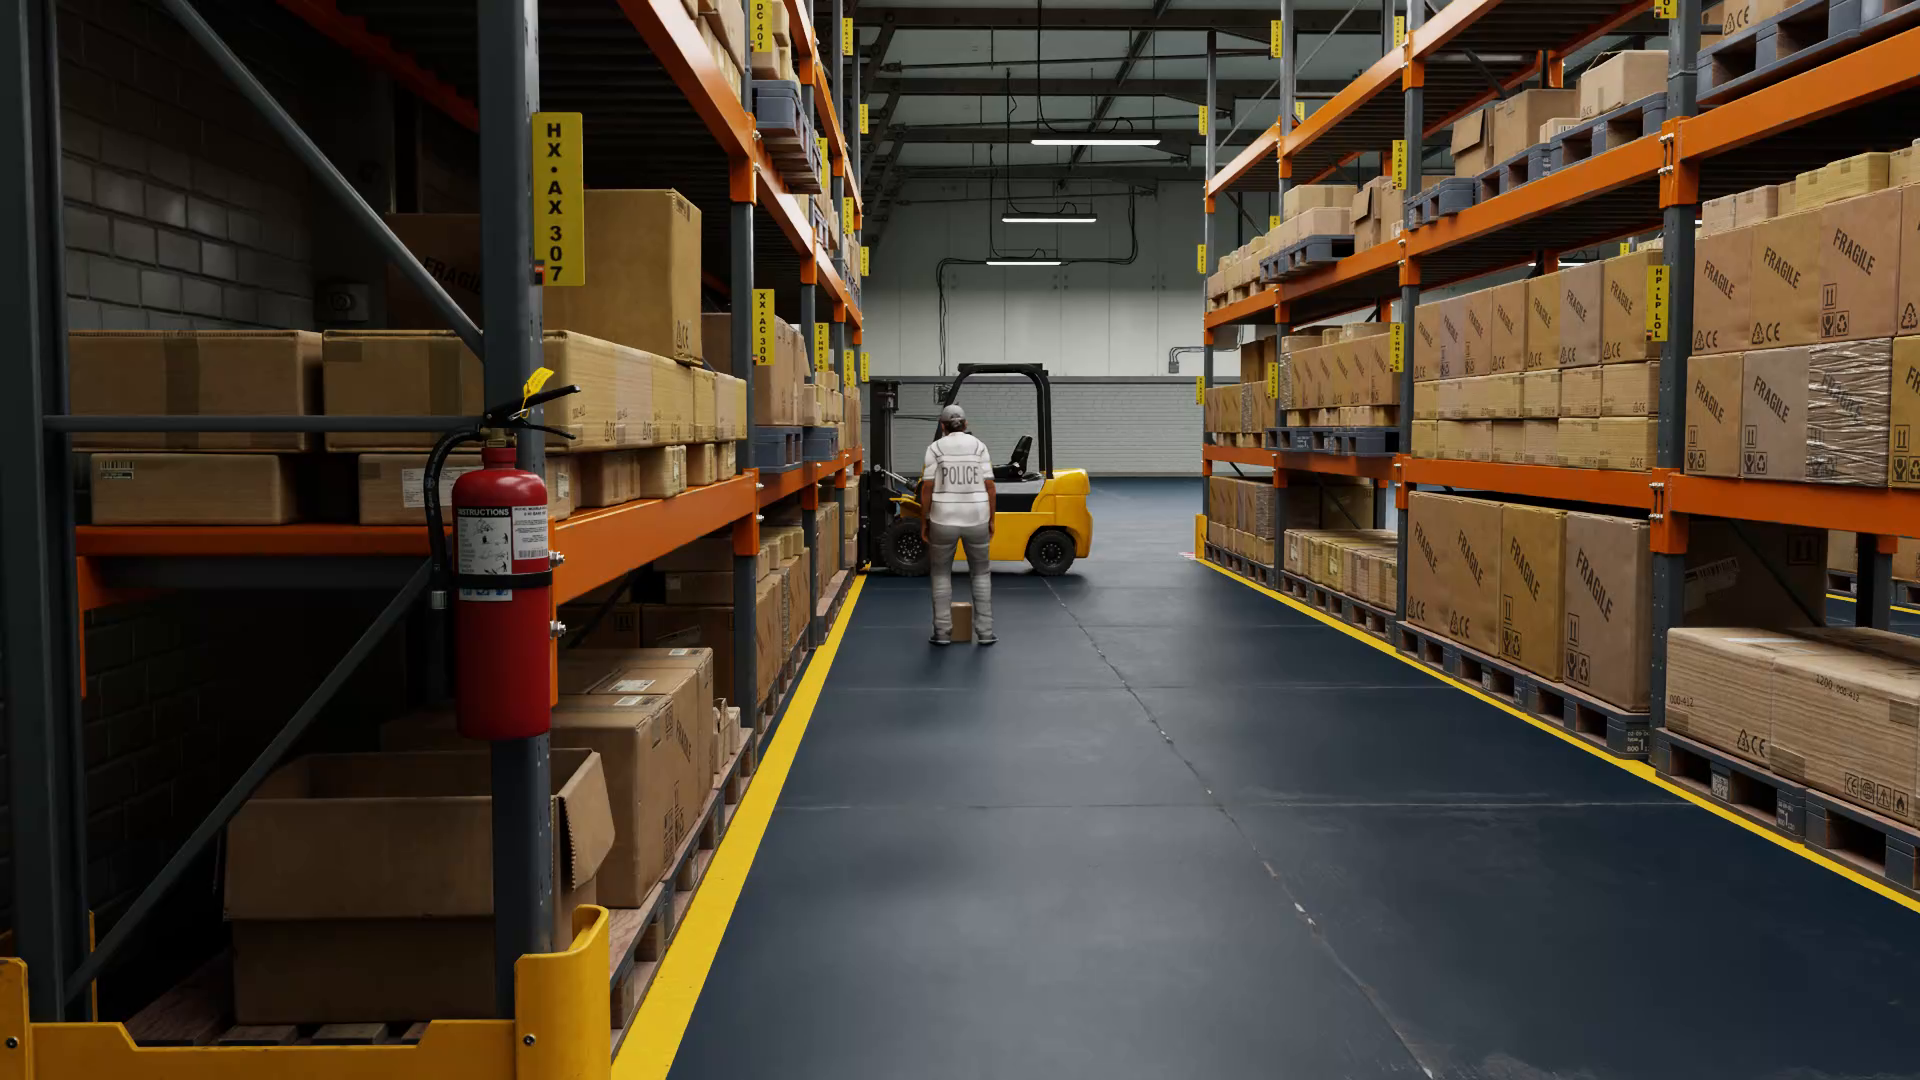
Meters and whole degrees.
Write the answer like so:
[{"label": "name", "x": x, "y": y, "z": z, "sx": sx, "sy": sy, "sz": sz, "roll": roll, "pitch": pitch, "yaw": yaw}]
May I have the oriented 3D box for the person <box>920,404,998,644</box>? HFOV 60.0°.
[{"label": "person", "x": 0.000, "y": -0.108, "z": 11.556, "sx": 0.560, "sy": 1.665, "sz": 0.468, "roll": 0, "pitch": 4, "yaw": -7}]
